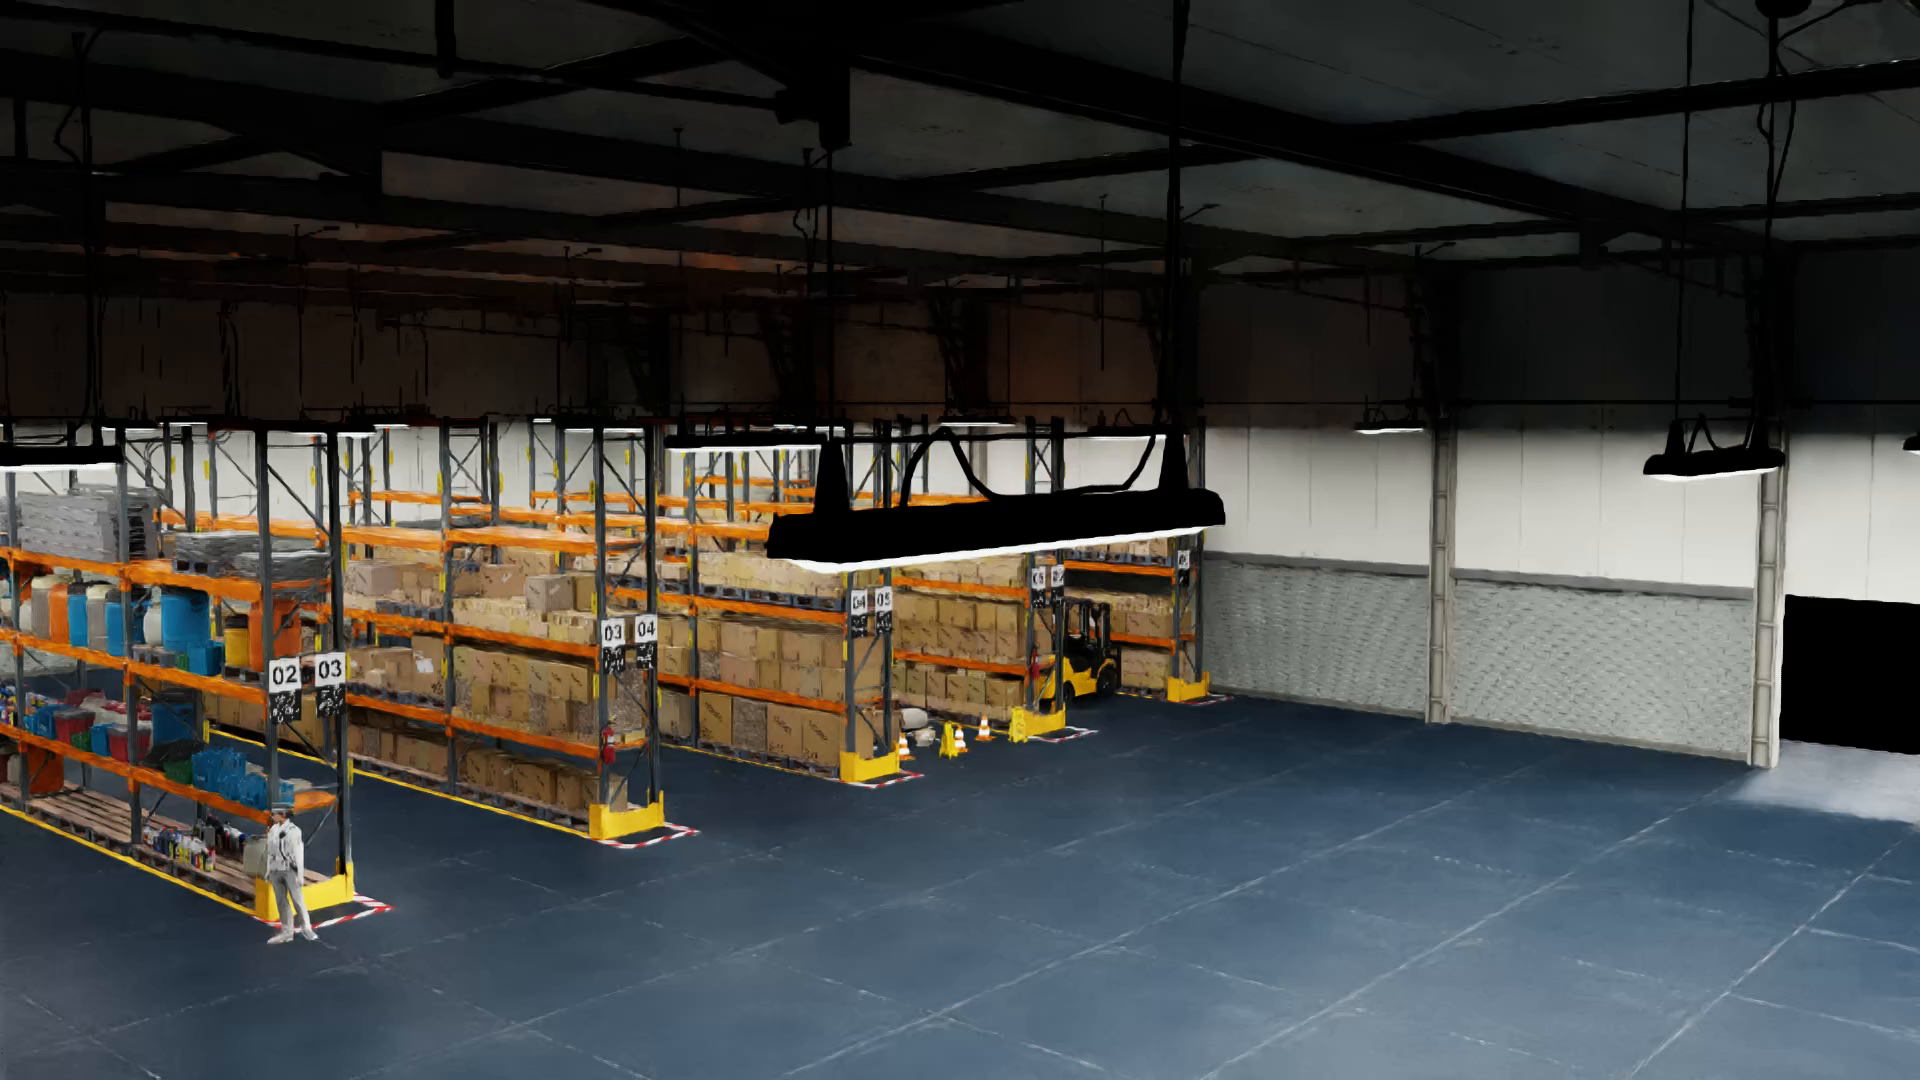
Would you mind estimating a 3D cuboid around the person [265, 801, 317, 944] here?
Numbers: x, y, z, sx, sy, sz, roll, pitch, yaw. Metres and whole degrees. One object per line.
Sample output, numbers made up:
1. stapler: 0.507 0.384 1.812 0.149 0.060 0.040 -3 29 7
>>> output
1. person: -7.875 3.881 19.515 0.590 1.674 0.440 2 5 26
